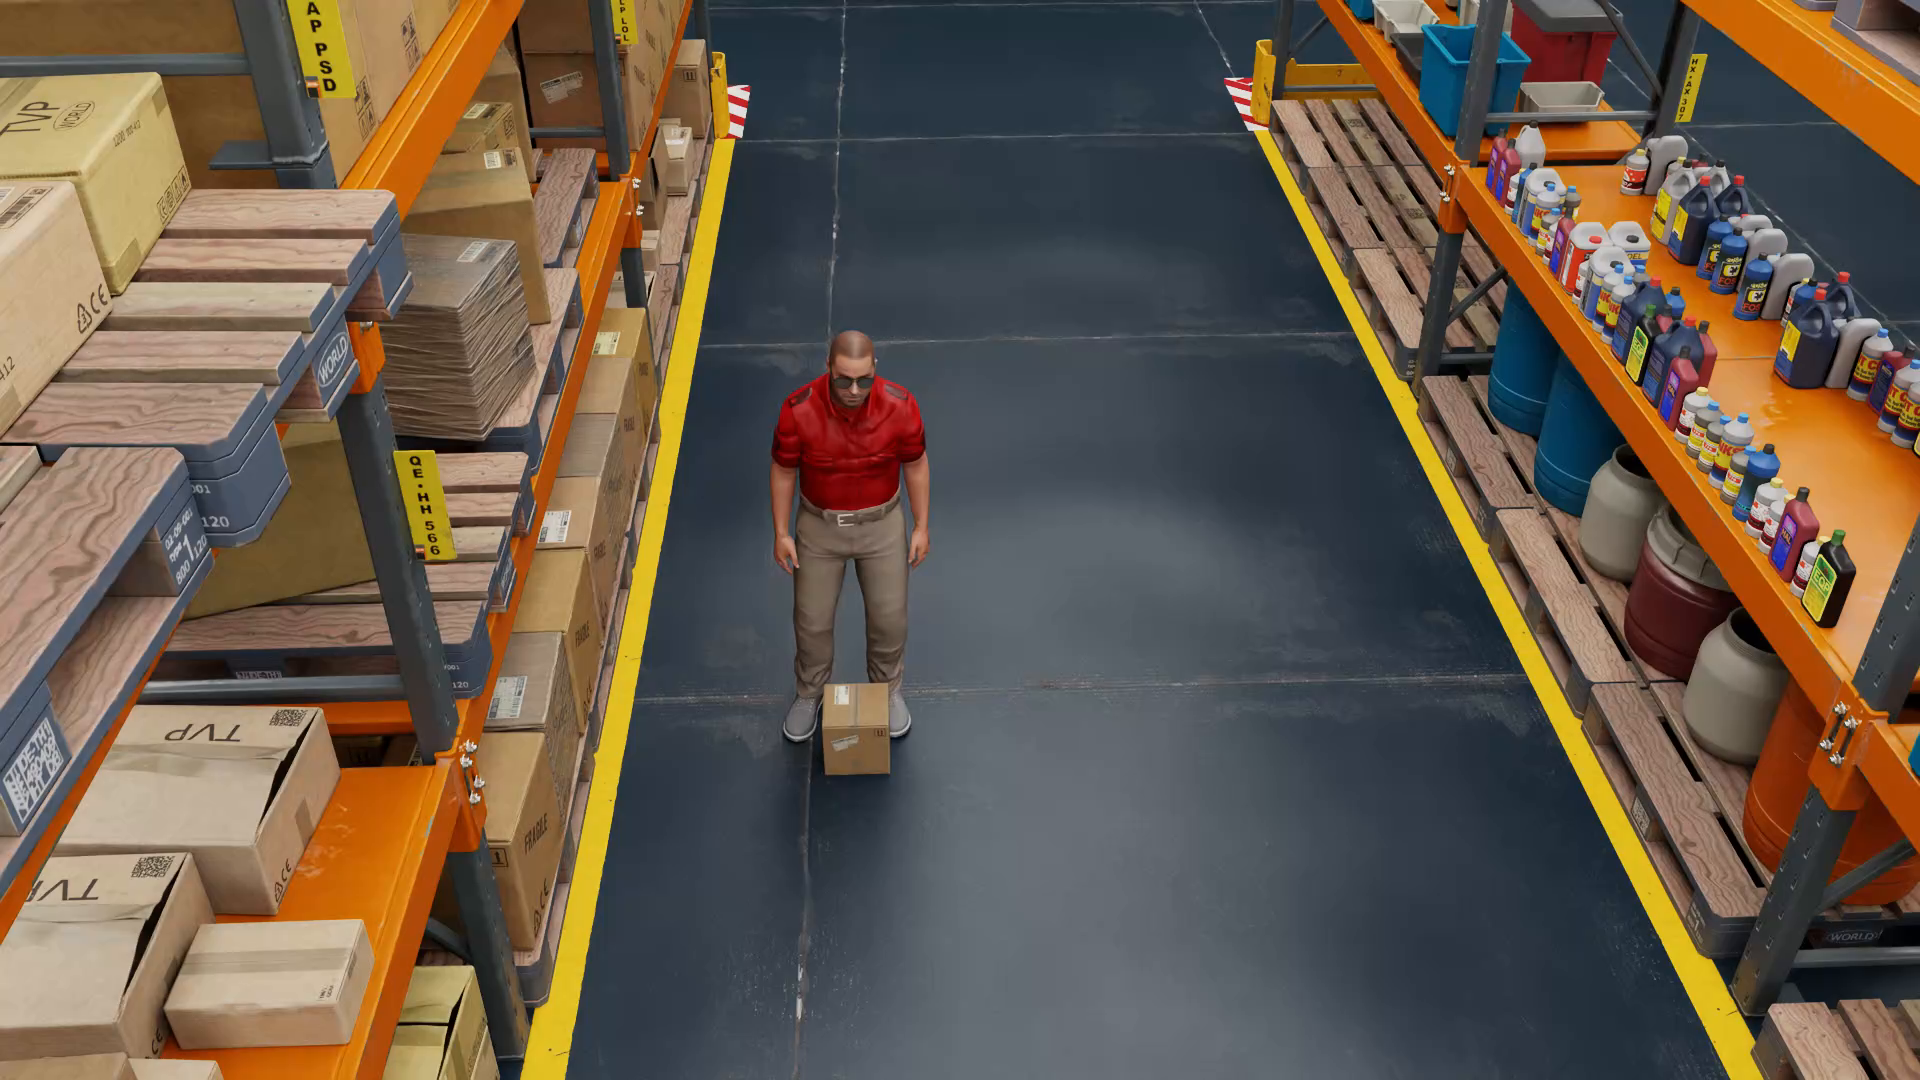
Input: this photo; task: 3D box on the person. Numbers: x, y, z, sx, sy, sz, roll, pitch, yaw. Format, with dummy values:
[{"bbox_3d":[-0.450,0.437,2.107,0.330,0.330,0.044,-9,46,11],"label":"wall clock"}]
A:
[{"bbox_3d":[-0.408,-0.024,6.192,0.604,1.726,0.394,-3,35,-5],"label":"person"}]
